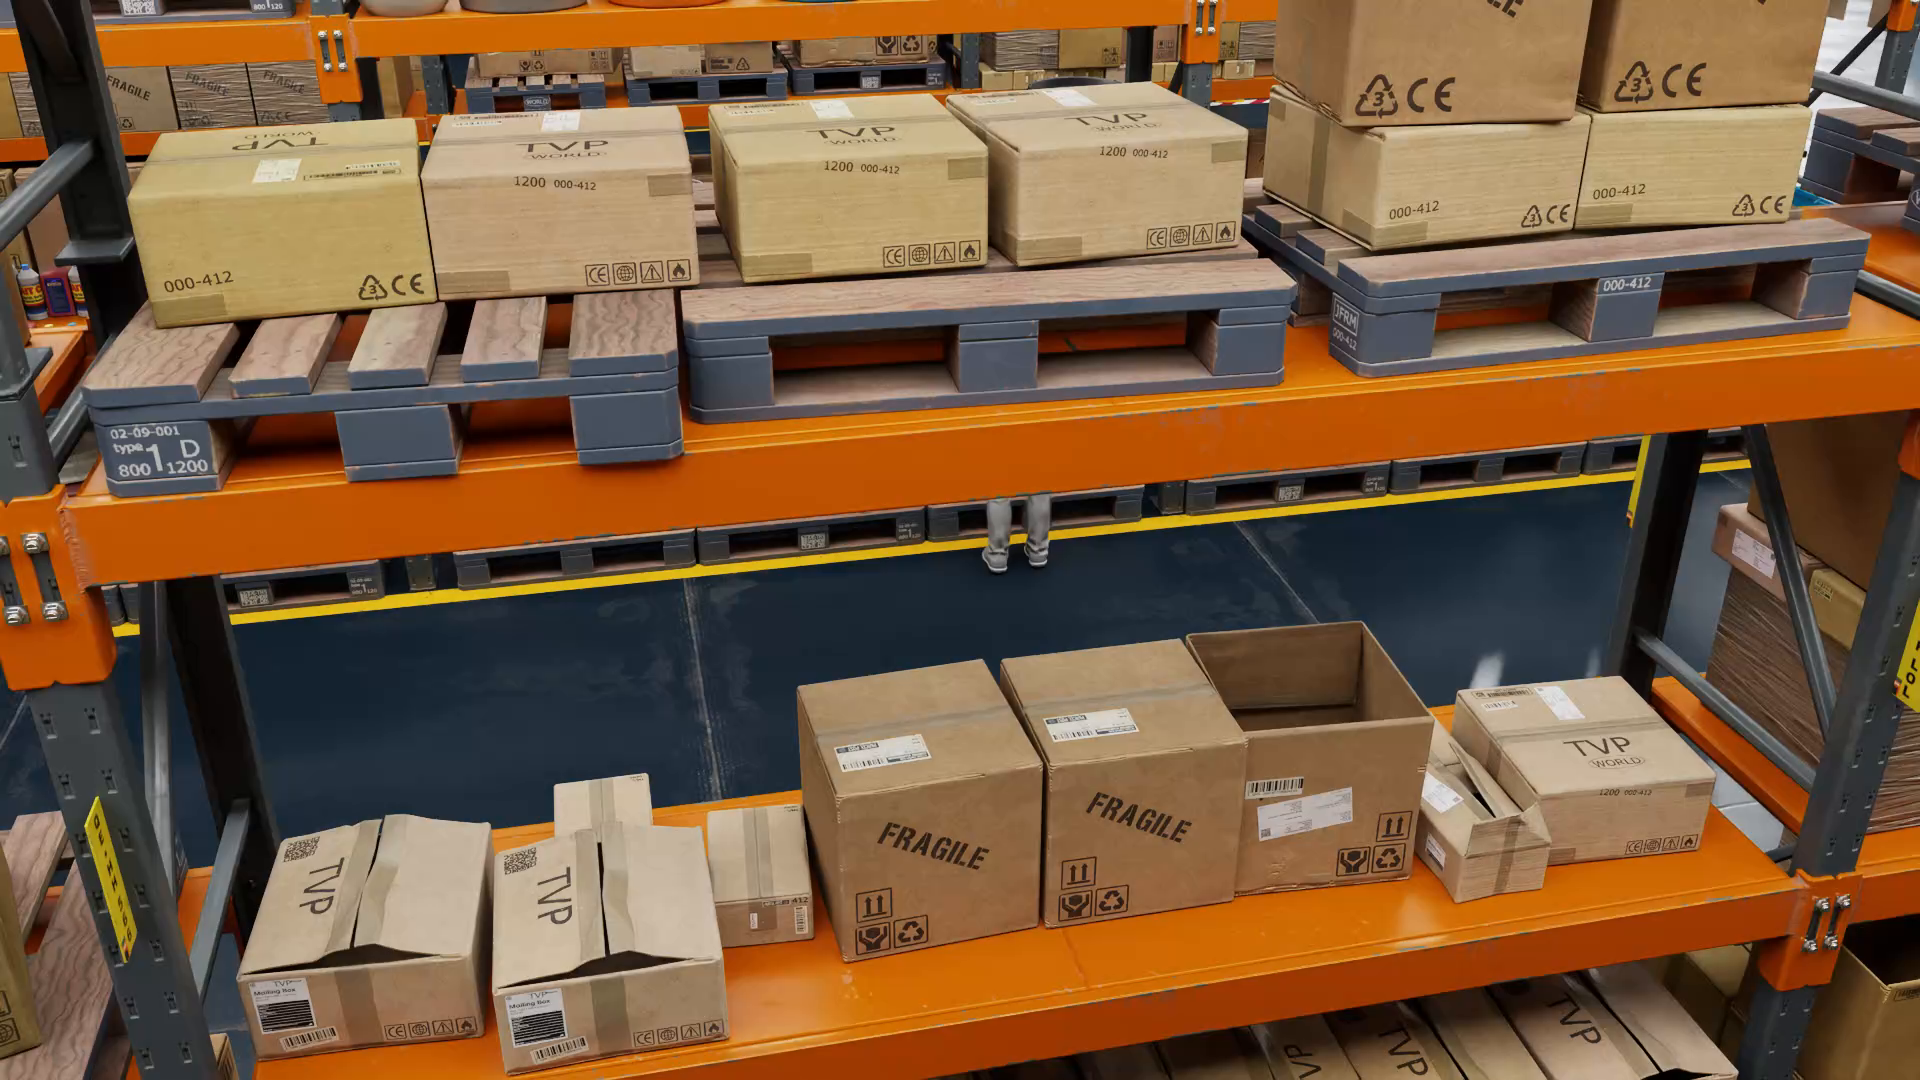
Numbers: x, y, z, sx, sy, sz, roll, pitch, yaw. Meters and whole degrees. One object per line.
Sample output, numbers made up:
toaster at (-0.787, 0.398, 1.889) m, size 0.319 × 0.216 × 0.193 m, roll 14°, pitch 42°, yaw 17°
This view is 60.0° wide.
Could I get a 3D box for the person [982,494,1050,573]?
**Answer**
person at (0.300, -0.649, 8.371) m, size 0.459 × 1.686 × 0.549 m, roll -1°, pitch 27°, yaw -2°
